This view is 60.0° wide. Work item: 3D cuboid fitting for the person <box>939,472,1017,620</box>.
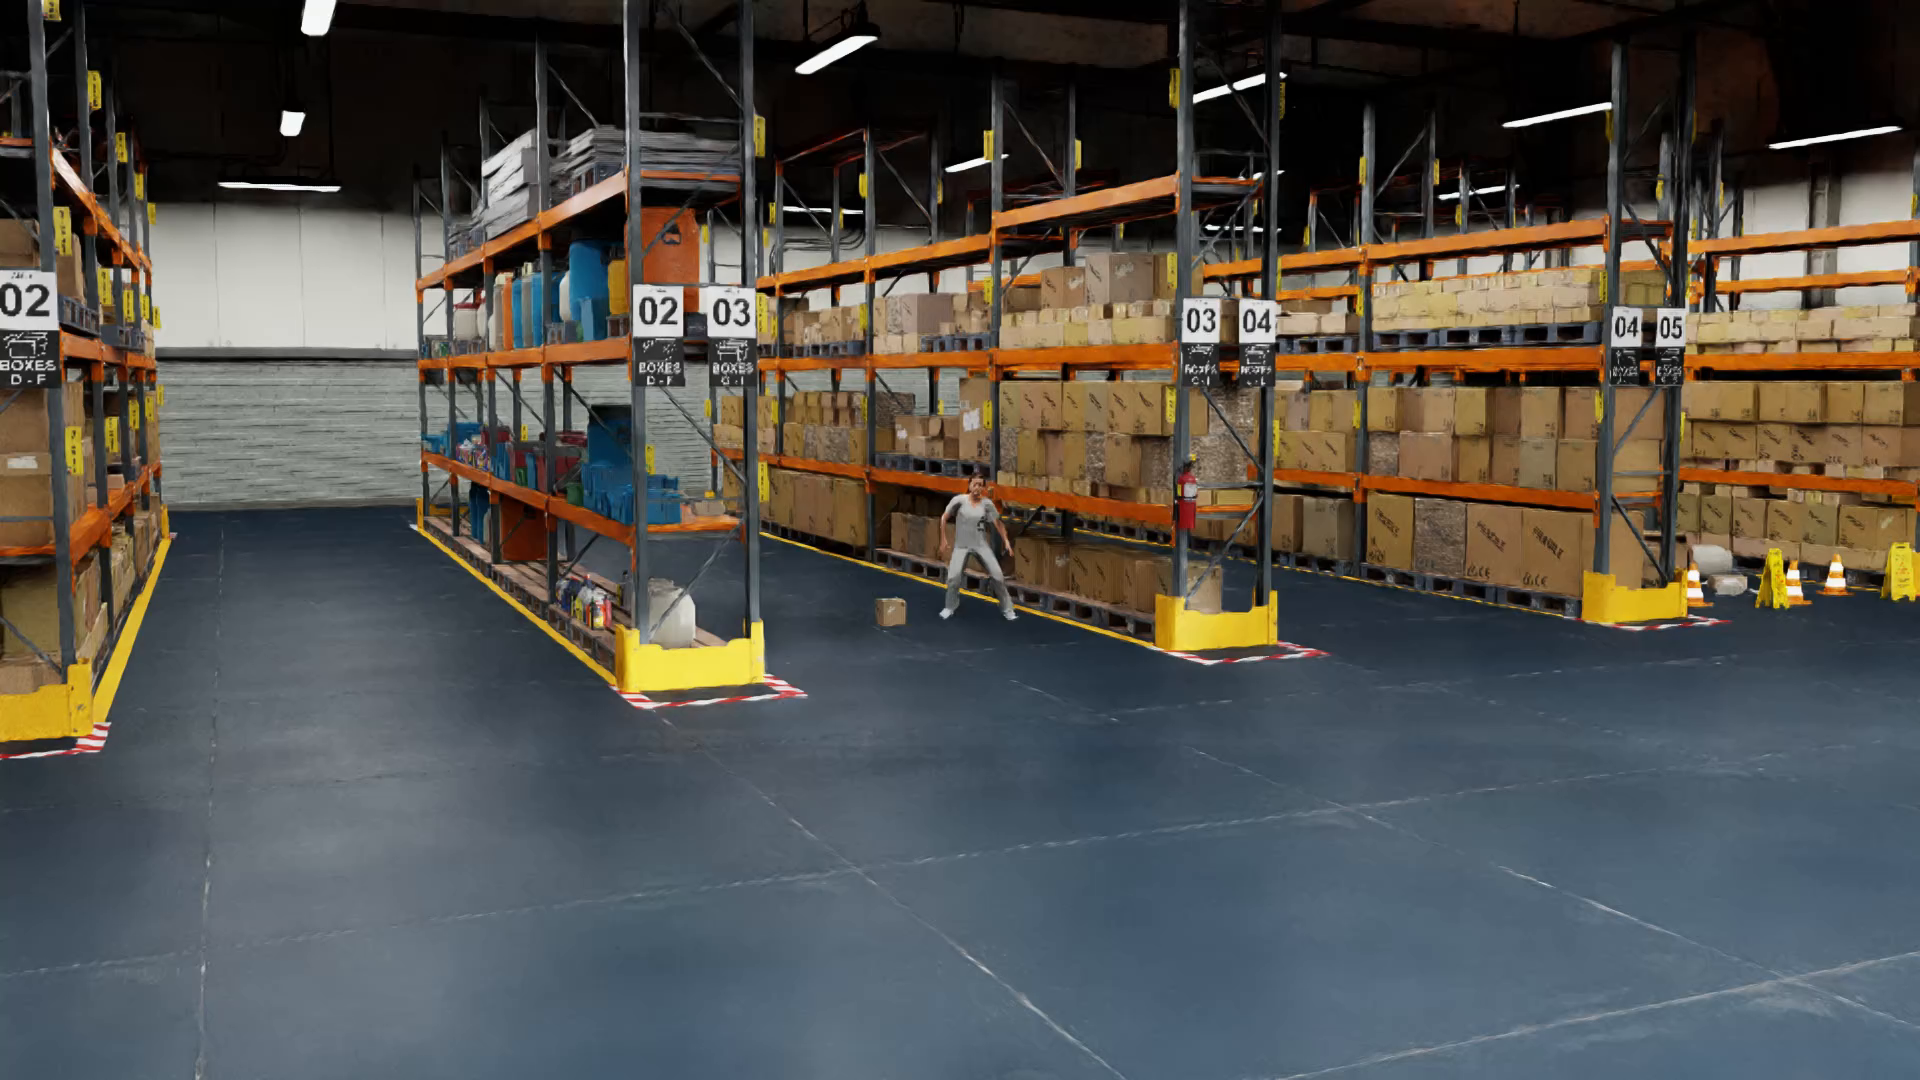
[{"bbox_3d":[0.180,0.057,17.201,0.795,1.522,0.493,0,5,-5],"label":"person"}]
